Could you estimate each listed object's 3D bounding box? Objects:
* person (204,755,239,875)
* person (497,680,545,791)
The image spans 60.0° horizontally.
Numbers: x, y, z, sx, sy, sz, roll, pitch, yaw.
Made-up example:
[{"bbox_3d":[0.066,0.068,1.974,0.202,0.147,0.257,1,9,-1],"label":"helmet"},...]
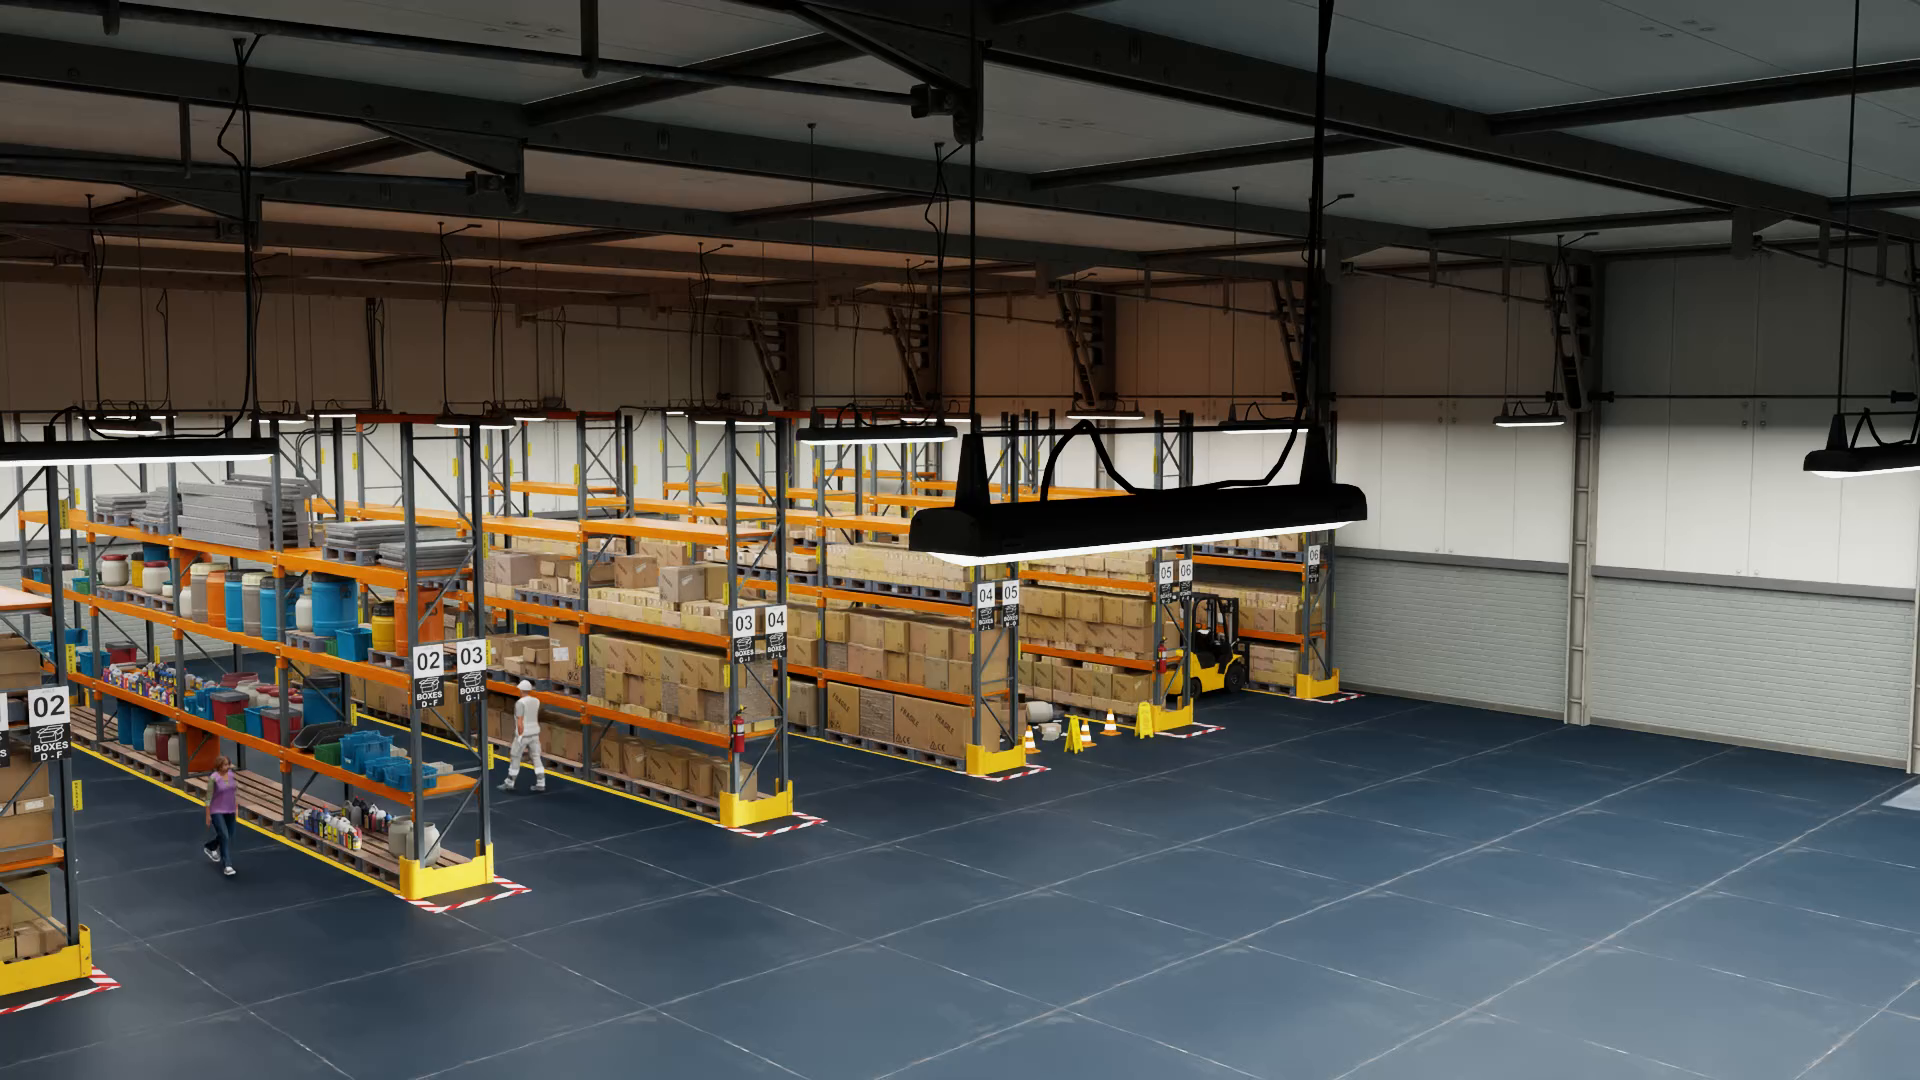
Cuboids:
[{"bbox_3d":[-9.846,3.620,22.156,0.840,1.557,0.450,3,6,30],"label":"person"},{"bbox_3d":[-6.966,3.124,26.643,0.861,1.759,0.560,4,6,37],"label":"person"}]
